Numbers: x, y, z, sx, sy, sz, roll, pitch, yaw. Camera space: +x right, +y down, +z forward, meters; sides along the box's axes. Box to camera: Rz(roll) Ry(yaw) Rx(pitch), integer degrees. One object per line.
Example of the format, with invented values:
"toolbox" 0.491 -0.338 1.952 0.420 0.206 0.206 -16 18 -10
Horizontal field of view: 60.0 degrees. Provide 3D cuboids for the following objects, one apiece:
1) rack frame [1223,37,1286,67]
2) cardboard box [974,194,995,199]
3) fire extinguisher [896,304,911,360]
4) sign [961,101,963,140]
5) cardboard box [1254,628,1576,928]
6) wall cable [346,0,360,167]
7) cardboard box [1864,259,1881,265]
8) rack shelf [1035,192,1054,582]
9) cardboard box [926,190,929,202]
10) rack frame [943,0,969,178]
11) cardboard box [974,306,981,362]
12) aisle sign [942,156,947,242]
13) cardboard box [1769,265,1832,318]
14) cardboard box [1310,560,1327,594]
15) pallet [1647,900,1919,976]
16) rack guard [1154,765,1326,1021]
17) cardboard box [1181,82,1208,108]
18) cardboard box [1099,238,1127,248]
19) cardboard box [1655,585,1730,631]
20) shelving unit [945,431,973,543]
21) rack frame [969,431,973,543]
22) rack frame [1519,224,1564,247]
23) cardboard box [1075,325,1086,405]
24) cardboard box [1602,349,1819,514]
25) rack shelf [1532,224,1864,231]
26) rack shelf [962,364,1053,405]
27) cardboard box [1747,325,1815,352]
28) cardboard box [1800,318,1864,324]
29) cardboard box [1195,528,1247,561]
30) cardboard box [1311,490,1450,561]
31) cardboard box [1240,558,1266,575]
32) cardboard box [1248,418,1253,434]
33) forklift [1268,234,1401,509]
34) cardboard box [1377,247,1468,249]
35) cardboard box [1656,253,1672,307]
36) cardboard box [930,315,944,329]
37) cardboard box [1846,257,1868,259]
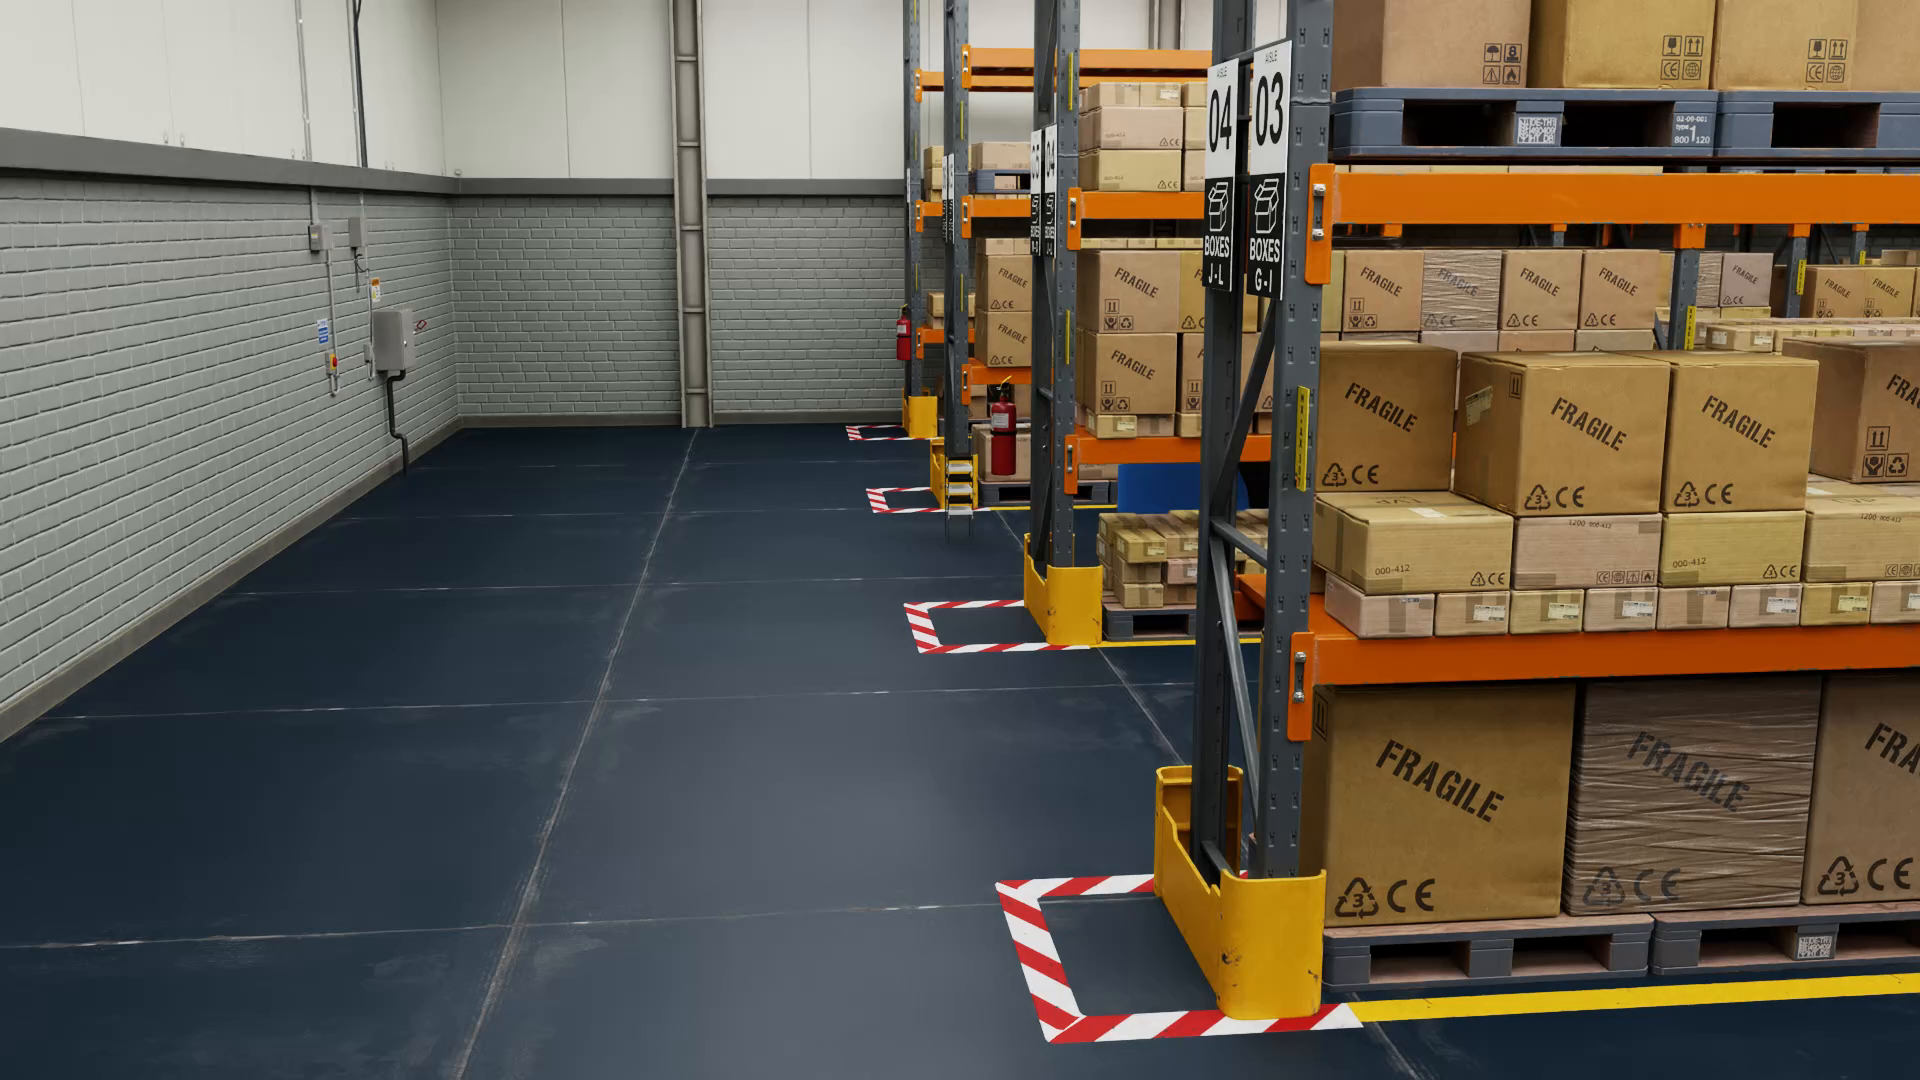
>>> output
"rack frame" 1.030 -2.908 5.334 0.053 2.616 0.949 -1 11 -6
"cardboard box" 0.278 -4.140 20.024 0.250 0.149 0.380 -1 11 -6
"fire extinguisher" -0.676 -2.504 19.996 0.183 0.674 0.296 -1 11 -6
"sign" 0.015 -3.698 14.654 0.005 0.325 0.100 -1 11 -6
"cardboard box" 1.658 0.844 6.220 0.875 0.875 0.875 -1 11 -6
"wall cable" -5.743 -4.780 14.855 0.029 3.000 2.355 -1 11 -6
"cardboard box" 11.700 -3.530 21.334 0.250 0.149 0.380 -1 11 -5
"rack shelf" 0.596 -0.917 10.756 0.053 2.616 0.949 -1 11 -6
"cardboard box" -0.286 -4.216 20.413 0.250 0.149 0.380 -1 11 -5
"rack frame" -0.039 -4.808 14.998 0.127 3.000 1.000 -1 11 -6
"cardboard box" 0.412 -1.975 15.877 0.500 0.500 0.500 -1 11 -6
"aisle sign" -0.144 -3.198 15.621 0.004 0.787 0.394 -1 11 -6
"cardboard box" 8.336 -2.495 16.665 0.500 0.500 0.500 -2 11 -8
"cardboard box" 1.349 0.088 6.293 0.274 0.149 0.395 -2 11 -9
"pallet" 3.027 1.348 6.466 1.213 0.211 1.003 -1 11 -6
"rack guard" 1.007 1.263 6.149 0.348 0.500 1.175 -1 11 -6
"cardboard box" 1.475 -2.713 10.177 0.250 0.149 0.380 -1 11 -6
"cardboard box" 1.382 -2.704 15.314 0.250 0.149 0.380 -1 11 -6
"cardboard box" 2.441 0.193 5.761 0.250 0.149 0.380 -1 11 -7
"shelving unit" 6.362 -1.327 10.125 12.137 4.047 8.426 -1 11 -6
"rack frame" 0.093 -0.443 13.791 0.006 0.900 0.240 -1 11 -6
"rack frame" 7.374 -2.983 21.266 0.127 3.000 1.000 -1 11 -6
"cardboard box" 1.015 -1.171 11.019 0.500 0.500 0.500 -1 11 -5
"cardboard box" 2.549 -0.385 5.725 0.500 0.500 0.500 -2 11 -8
"rack shelf" 9.362 -4.144 21.258 4.000 0.370 1.077 -1 11 -6
"rack shelf" 1.949 -1.553 15.858 4.000 0.370 1.077 -1 11 -6
"cardboard box" 5.290 -1.303 10.738 0.250 0.149 0.380 -1 11 -4
"cardboard box" 5.980 -1.442 11.448 0.250 0.149 0.380 -2 11 -8
"cardboard box" 1.679 0.028 10.708 0.250 0.149 0.380 -1 11 -6
"cardboard box" 1.484 -0.098 6.206 0.500 0.250 0.500 -1 11 -7
"cardboard box" 1.923 0.166 10.777 0.250 0.149 0.380 -1 11 -4
"cardboard box" 1.718 -0.778 10.703 0.250 0.149 0.380 -1 11 -3
"forklift" 2.746 -3.035 15.804 9.711 5.209 7.407 4 12 19
"cardboard box" 3.079 -1.705 11.145 0.500 0.500 0.500 -1 11 -5
"cardboard box" 6.424 -2.489 15.900 0.500 0.500 0.500 -1 11 -6
"cardboard box" -0.223 -2.647 20.210 0.250 0.149 0.380 -1 11 -7
"cardboard box" 11.889 -3.642 21.904 0.250 0.149 0.380 -2 11 -8
